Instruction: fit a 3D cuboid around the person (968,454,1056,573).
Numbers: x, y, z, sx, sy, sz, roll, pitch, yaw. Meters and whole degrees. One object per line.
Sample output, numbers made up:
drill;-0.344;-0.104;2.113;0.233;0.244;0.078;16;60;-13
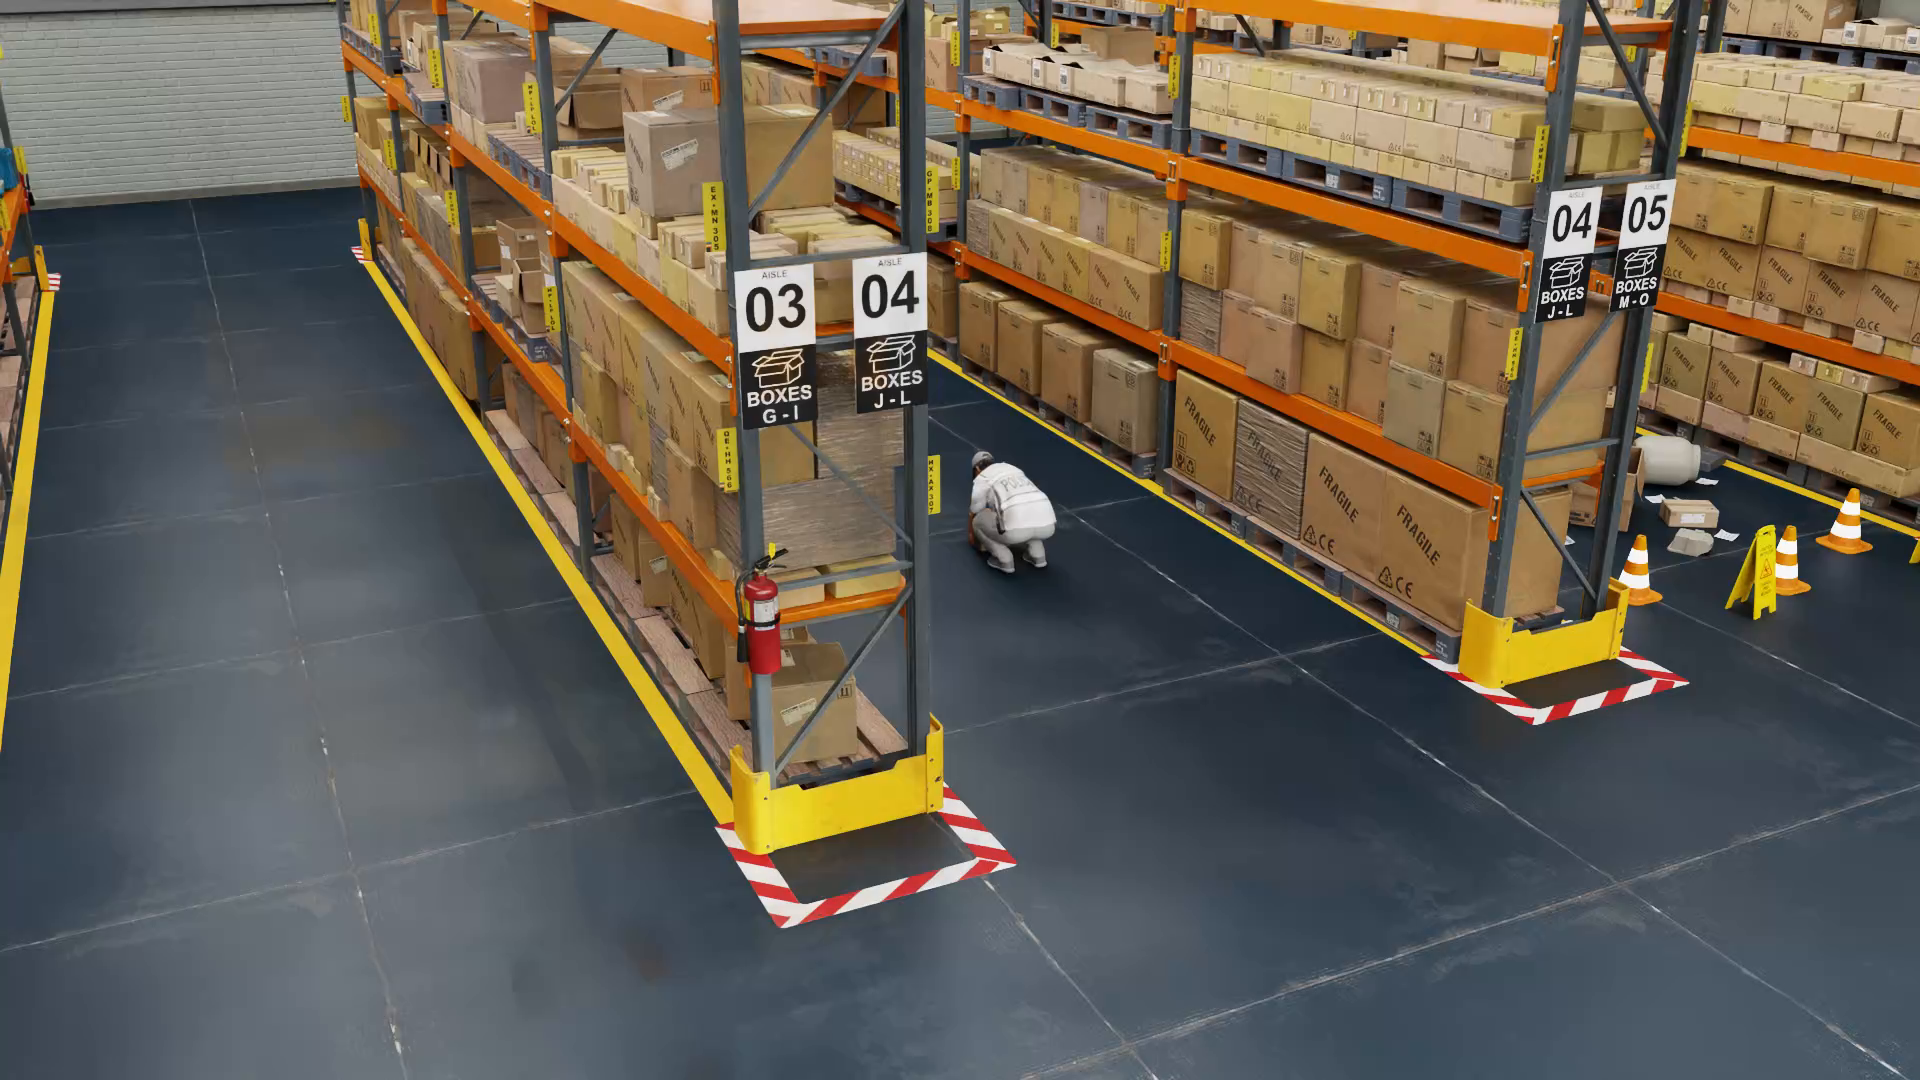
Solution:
person;0.372;-0.193;12.686;0.486;0.807;0.856;-10;24;-24
